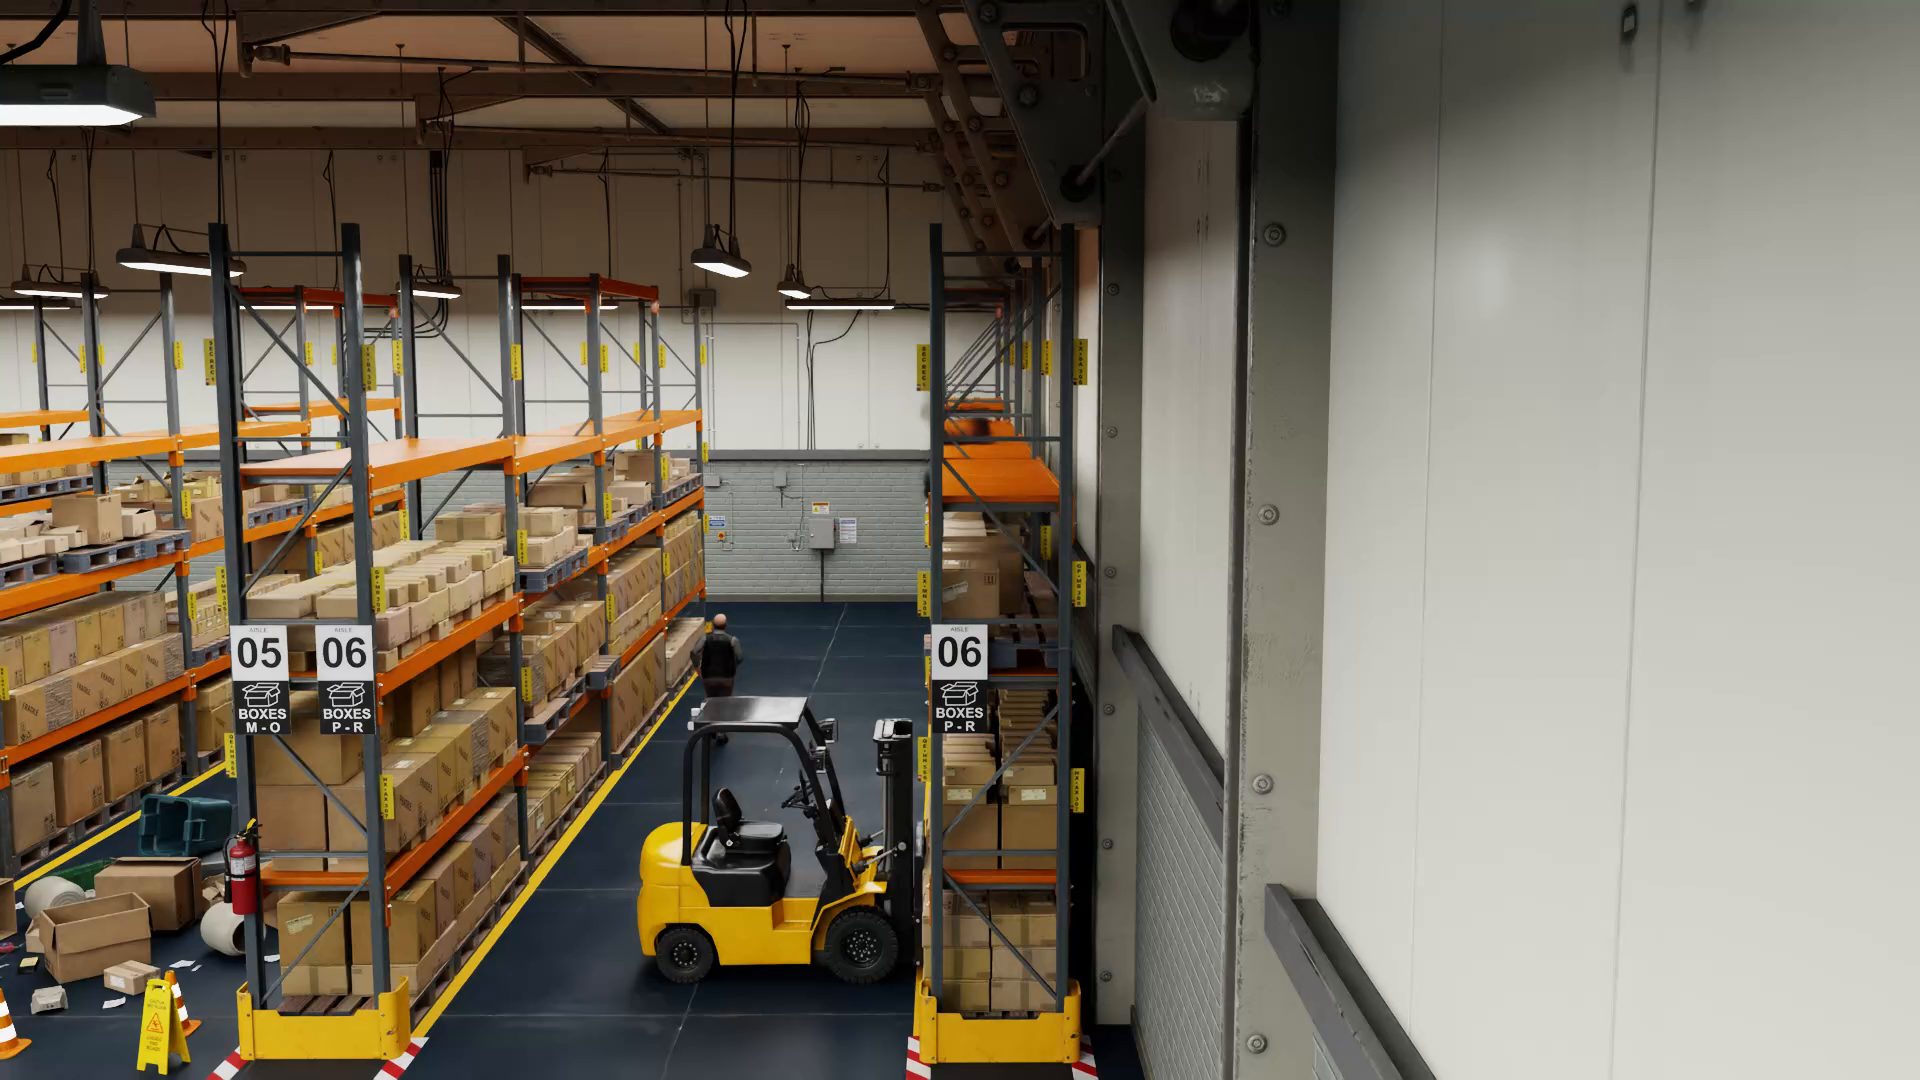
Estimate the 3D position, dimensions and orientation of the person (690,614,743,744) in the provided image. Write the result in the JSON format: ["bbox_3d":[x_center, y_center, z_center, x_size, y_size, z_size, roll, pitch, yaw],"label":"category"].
[{"bbox_3d":[-3.157,1.826,21.742,0.669,1.614,0.618,0,7,1],"label":"person"}]
